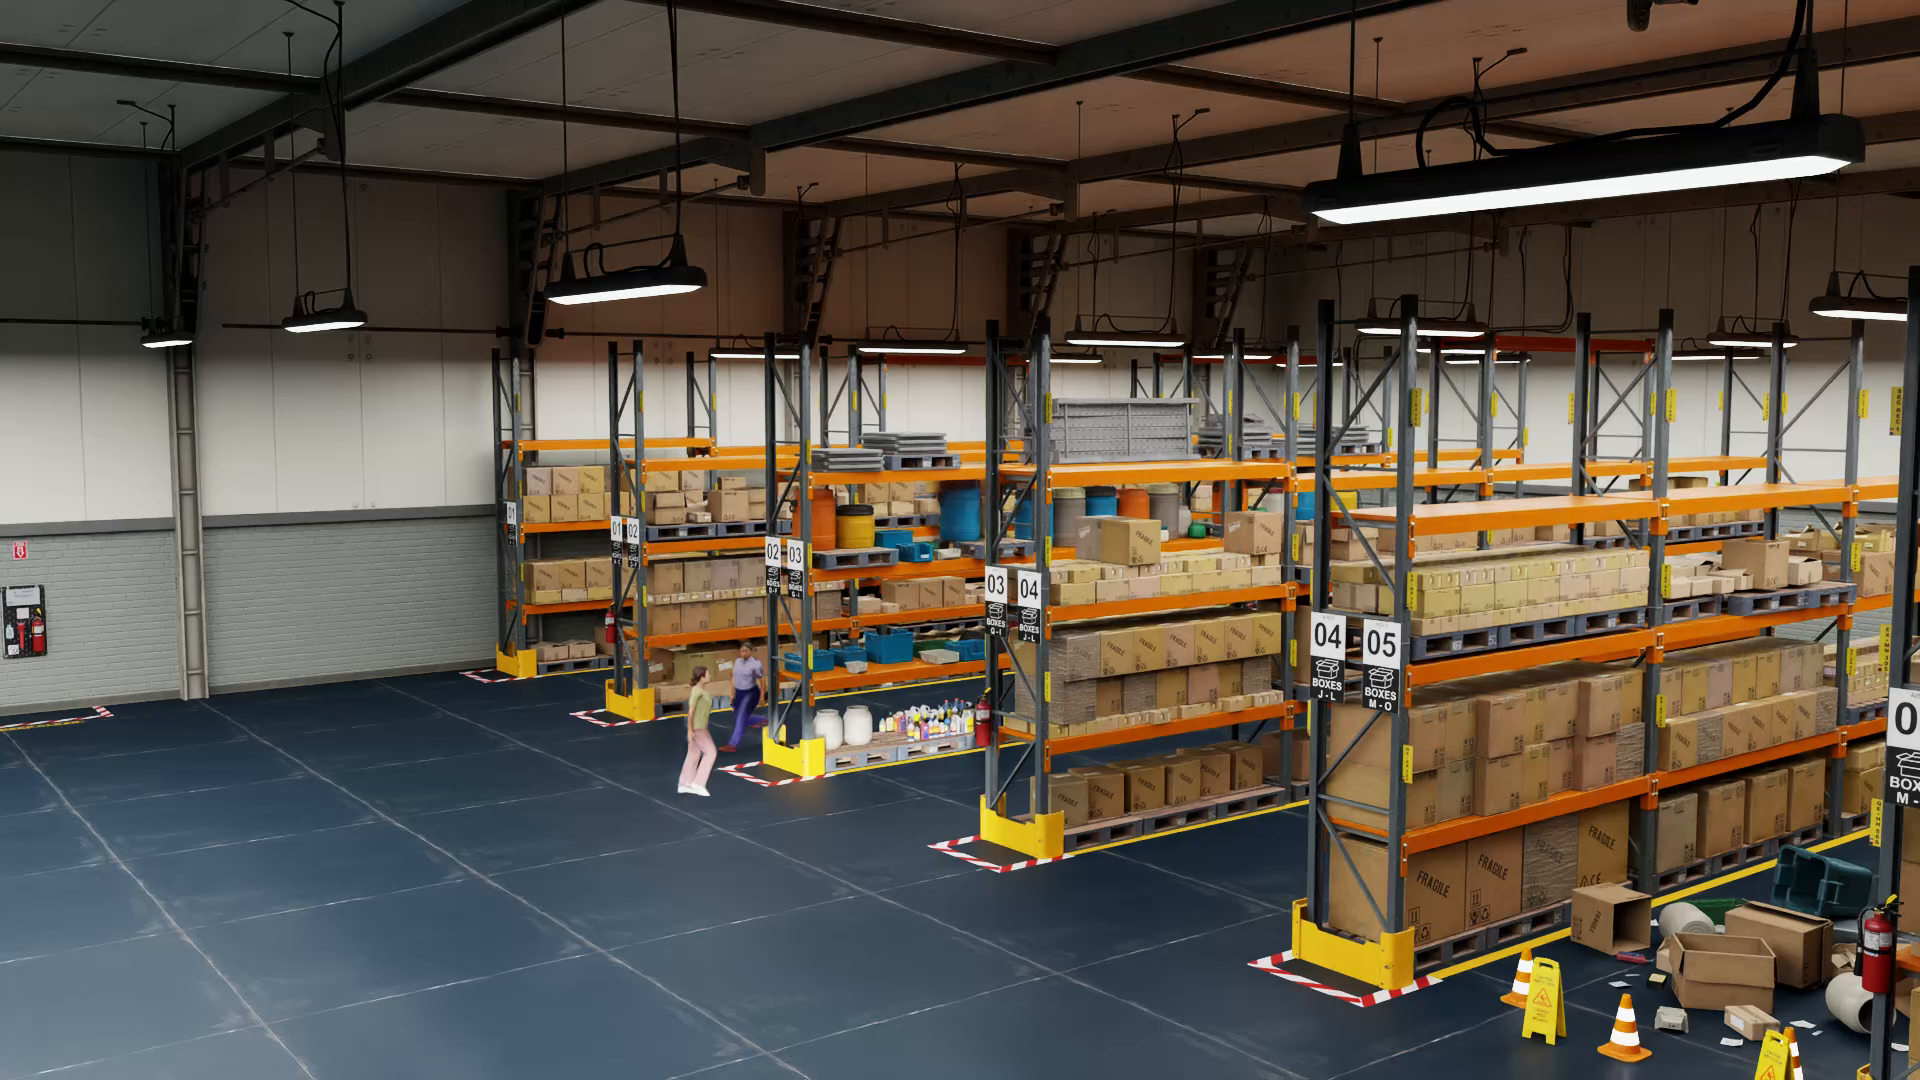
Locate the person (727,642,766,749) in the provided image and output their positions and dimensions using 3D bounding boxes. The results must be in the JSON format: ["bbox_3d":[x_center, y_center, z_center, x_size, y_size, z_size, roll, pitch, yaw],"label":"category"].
[{"bbox_3d":[-3.104,2.229,24.174,0.468,1.514,0.875,4,6,37],"label":"person"}]

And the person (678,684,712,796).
[{"bbox_3d":[-3.425,2.568,21.461,0.446,1.419,0.465,0,5,-1],"label":"person"}]
